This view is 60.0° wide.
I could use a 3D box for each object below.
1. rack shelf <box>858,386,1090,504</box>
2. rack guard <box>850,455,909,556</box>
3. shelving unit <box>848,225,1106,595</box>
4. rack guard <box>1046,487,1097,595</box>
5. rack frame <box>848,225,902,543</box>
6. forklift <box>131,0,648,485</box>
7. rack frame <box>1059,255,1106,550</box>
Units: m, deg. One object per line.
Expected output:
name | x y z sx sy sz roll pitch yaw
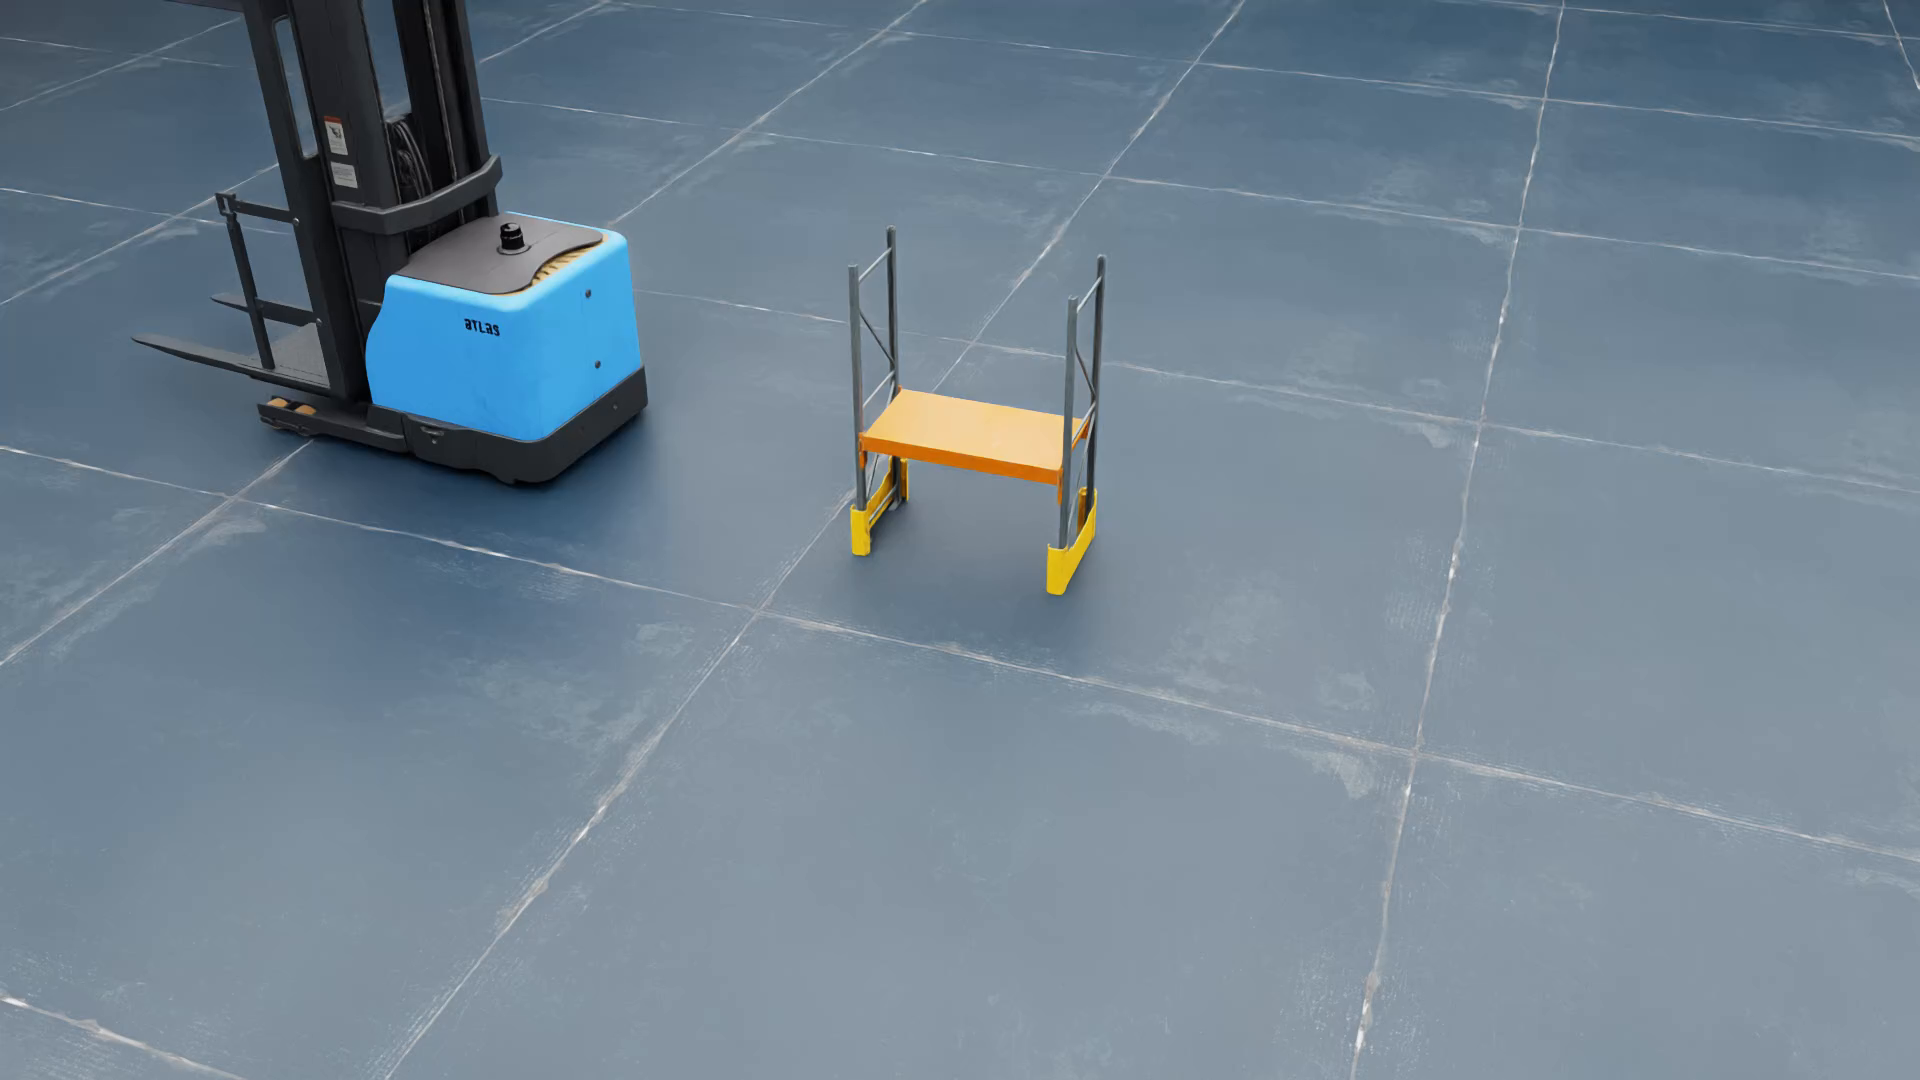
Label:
rack shelf | 0.080 -0.463 7.917 1.000 0.185 0.538 11 34 16
rack guard | -0.397 -0.182 8.302 0.087 0.250 0.587 11 34 16
shelving unit | 0.072 -0.616 7.822 1.083 1.500 0.587 11 34 16
rack guard | 0.541 0.000 8.019 0.087 0.250 0.587 11 34 16
rack frame | -0.398 -0.707 7.963 0.032 1.500 0.500 11 34 16
forklift | -3.305 -2.046 8.717 3.031 2.935 1.130 14 35 20
rack frame | 0.559 -0.521 7.675 0.032 1.500 0.500 11 34 16
